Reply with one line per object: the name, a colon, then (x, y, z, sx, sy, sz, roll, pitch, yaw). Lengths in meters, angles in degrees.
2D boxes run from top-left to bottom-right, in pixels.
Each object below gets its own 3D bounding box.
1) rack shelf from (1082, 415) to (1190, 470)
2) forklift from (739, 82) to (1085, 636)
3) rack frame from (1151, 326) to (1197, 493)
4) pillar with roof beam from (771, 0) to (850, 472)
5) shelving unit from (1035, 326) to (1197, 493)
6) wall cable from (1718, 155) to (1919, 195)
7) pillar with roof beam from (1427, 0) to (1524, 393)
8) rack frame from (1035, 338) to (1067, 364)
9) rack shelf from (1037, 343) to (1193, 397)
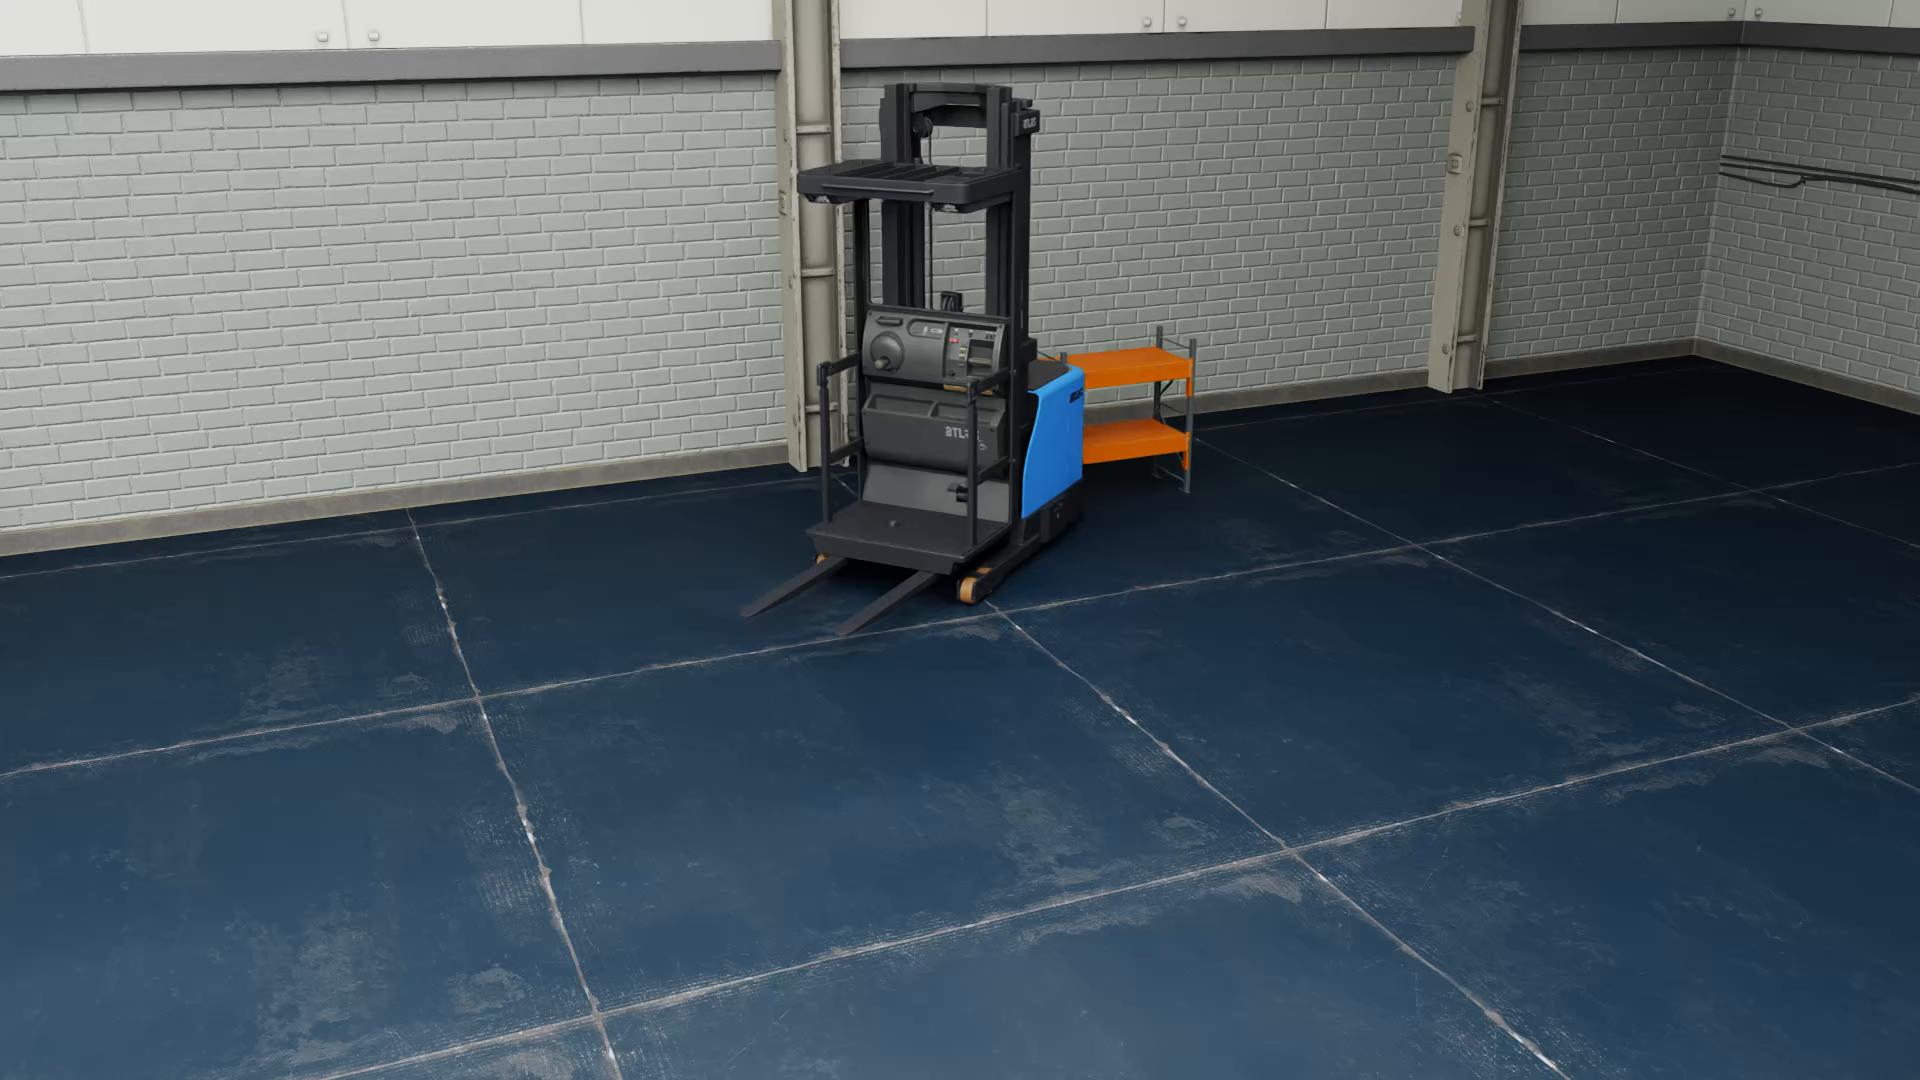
rack shelf: (1.075, -0.647, 11.902, 1.000, 0.278, 0.538, -8, 21, -22)
forklift: (-0.257, -1.162, 9.910, 1.130, 2.935, 3.031, 9, 21, 24)
rack frame: (1.540, -0.946, 12.014, 0.032, 1.125, 0.500, -8, 21, -22)
pillar with roof beam: (0.628, -3.514, 7.453, 0.400, 9.000, 9.100, -8, 21, -22)
shelving unit: (1.075, -0.878, 11.821, 1.048, 1.125, 0.538, -8, 21, -22)
wall cable: (7.661, -4.136, 13.895, 0.112, 2.526, 3.097, -8, 21, -22)
pillar with roof beam: (6.137, -4.304, 9.695, 0.400, 9.000, 9.100, -8, 21, -22)
rack frame: (0.609, -0.810, 11.628, 0.032, 1.125, 0.500, -8, 21, -22)
rack shelf: (1.075, -1.154, 11.723, 1.000, 0.278, 0.538, -8, 21, -22)
